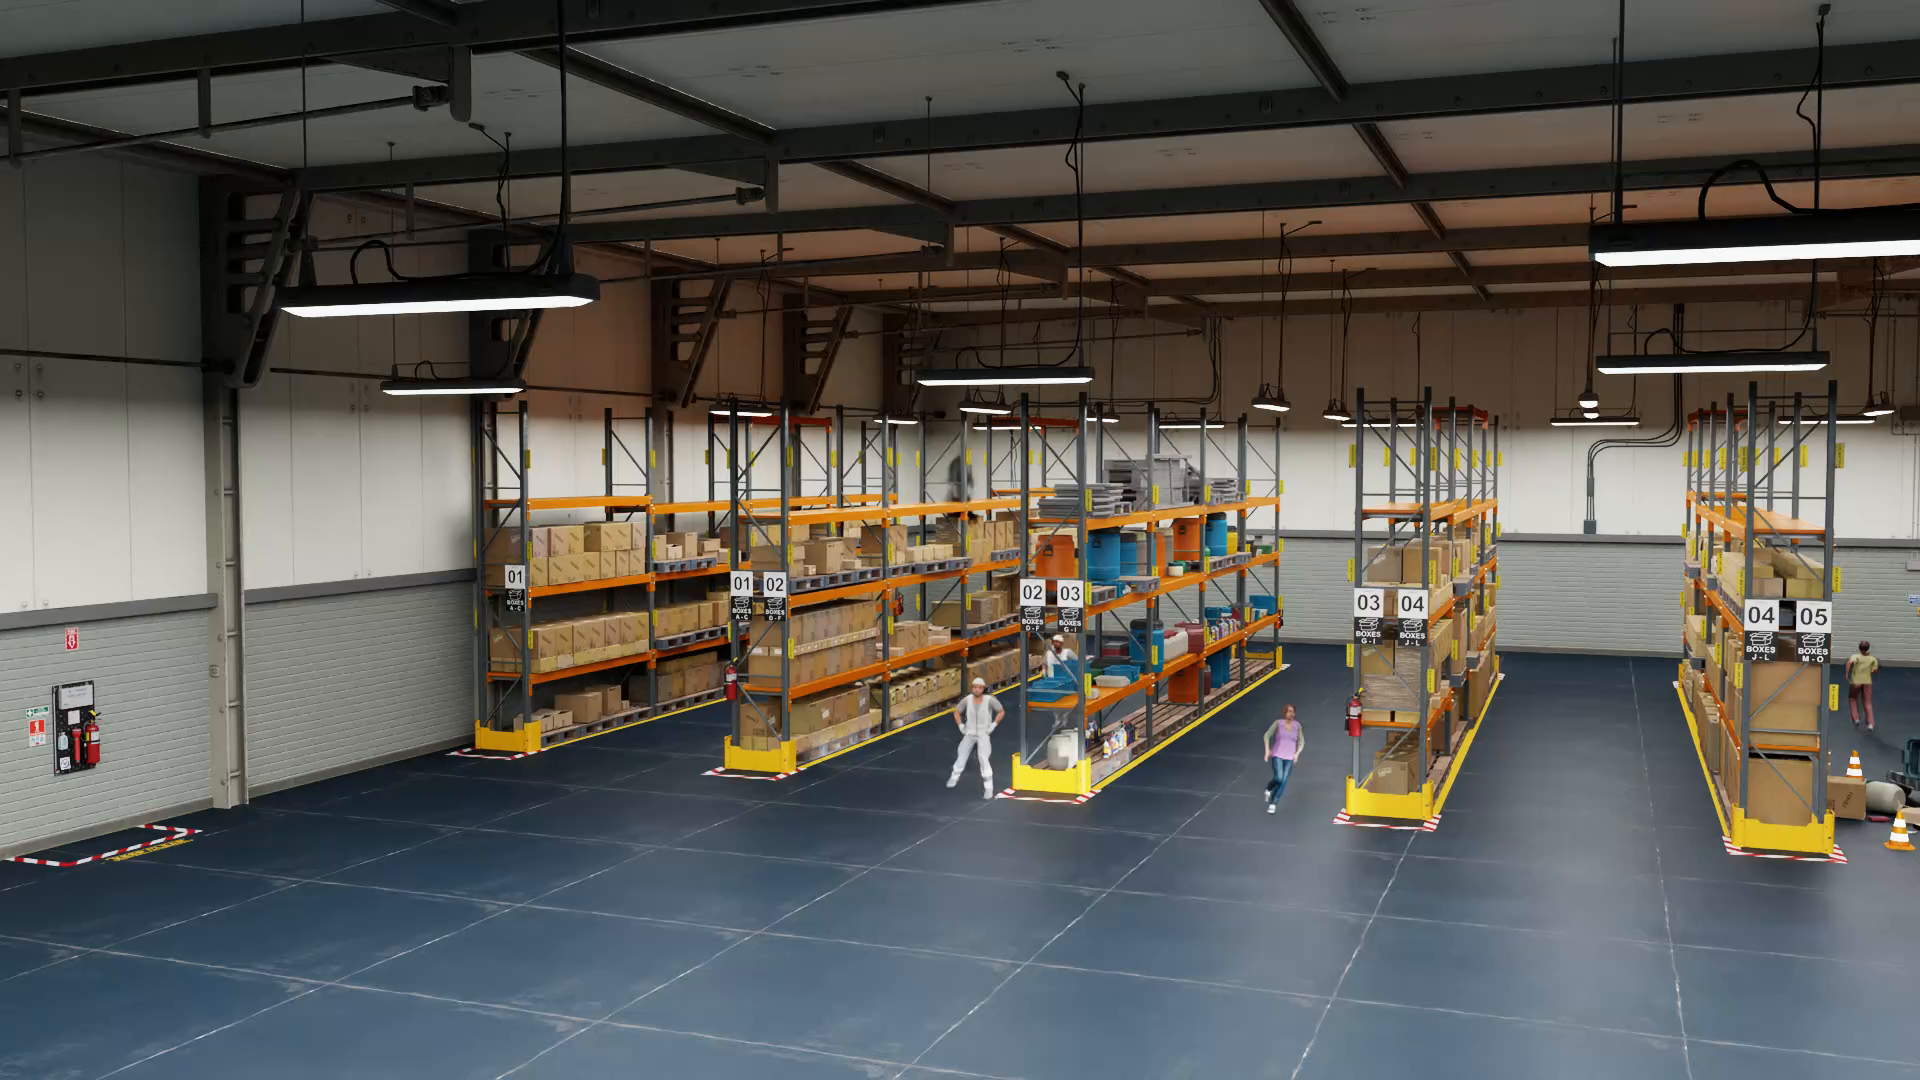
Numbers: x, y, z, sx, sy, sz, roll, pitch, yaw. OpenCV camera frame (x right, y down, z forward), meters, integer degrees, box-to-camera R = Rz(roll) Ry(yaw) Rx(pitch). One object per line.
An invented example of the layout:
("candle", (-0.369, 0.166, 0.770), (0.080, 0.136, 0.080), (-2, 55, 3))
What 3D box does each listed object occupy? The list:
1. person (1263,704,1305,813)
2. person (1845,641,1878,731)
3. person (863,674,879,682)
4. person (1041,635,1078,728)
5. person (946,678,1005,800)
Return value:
("person", (4.606, 3.101, 23.559), (0.569, 1.506, 0.489), (0, 3, 0))
("person", (16.481, 2.691, 30.400), (0.579, 1.693, 0.846), (1, 3, 19))
("person", (-1.877, 2.487, 35.249), (0.525, 1.611, 0.820), (1, 3, 23))
("person", (1.817, 2.626, 30.783), (0.720, 1.747, 0.635), (1, 3, 28))
("person", (0.211, 2.927, 24.819), (0.899, 1.774, 0.766), (0, 3, 7))
